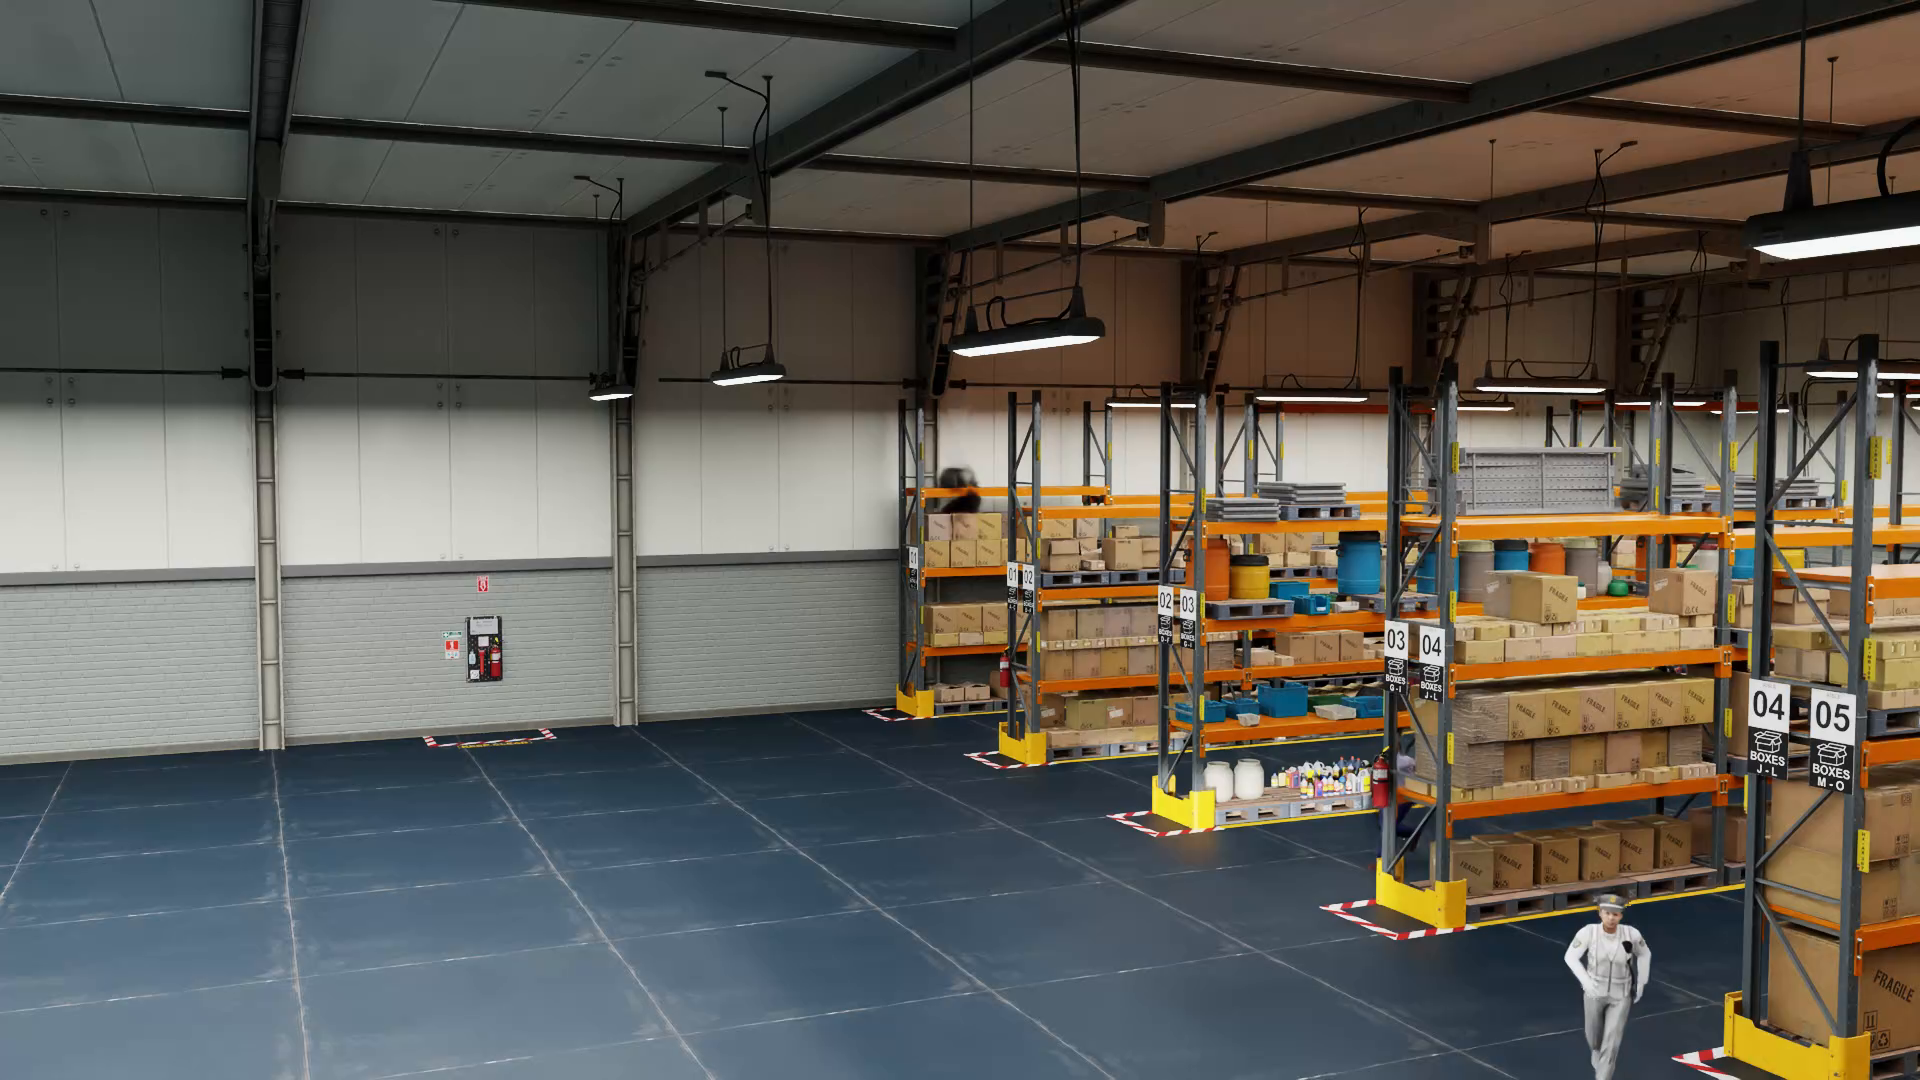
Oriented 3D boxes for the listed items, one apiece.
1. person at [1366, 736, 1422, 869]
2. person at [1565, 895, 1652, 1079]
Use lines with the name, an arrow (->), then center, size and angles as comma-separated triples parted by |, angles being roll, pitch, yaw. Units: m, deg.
person -> 5.345, 3.181, 20.278 | 0.834, 1.639, 0.631 | -2, 4, -27
person -> 5.078, 3.569, 13.043 | 0.640, 1.686, 0.912 | 1, 4, 20
